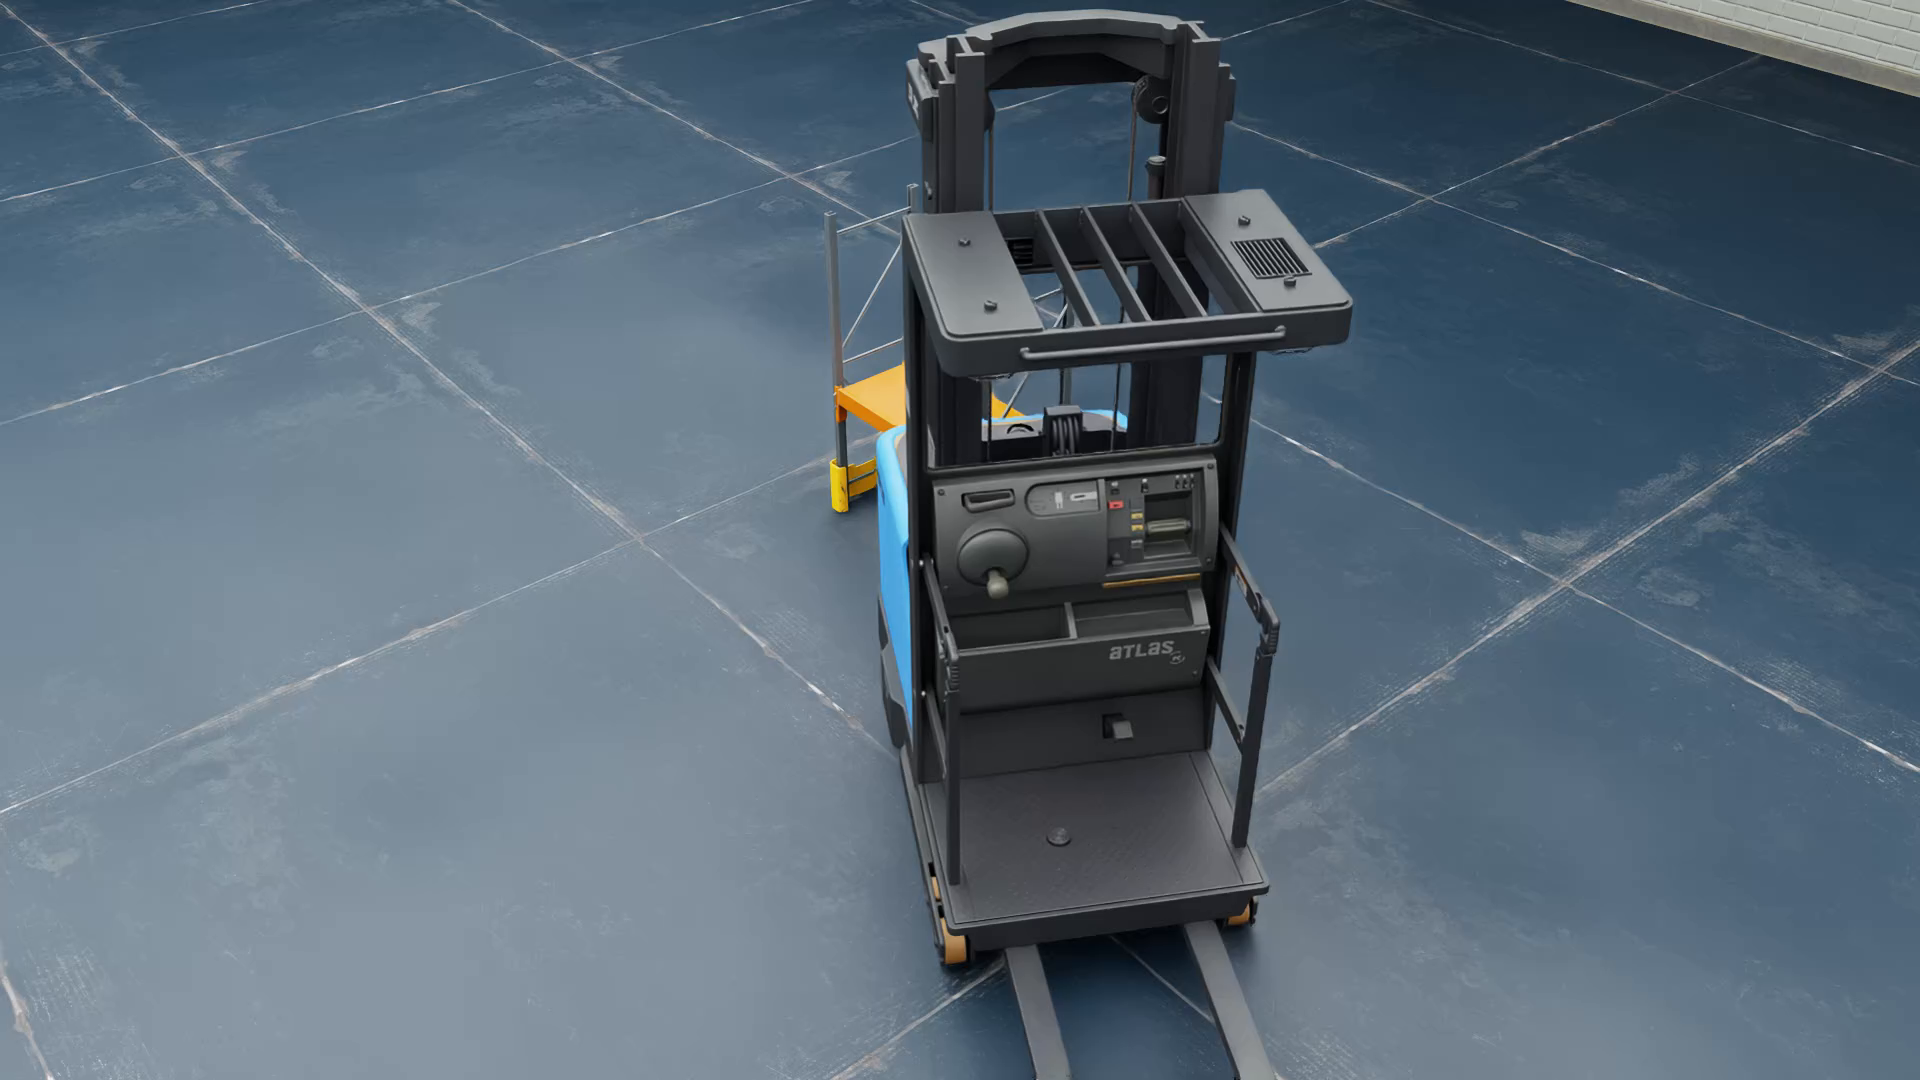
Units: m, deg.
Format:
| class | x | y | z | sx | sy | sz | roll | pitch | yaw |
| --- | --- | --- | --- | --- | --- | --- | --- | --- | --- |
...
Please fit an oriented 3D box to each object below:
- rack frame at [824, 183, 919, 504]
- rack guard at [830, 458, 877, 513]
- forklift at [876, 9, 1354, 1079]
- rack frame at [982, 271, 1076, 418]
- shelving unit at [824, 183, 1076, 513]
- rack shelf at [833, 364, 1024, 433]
| class | x | y | z | sx | sy | sz | roll | pitch | yaw |
| --- | --- | --- | --- | --- | --- | --- | --- | --- | --- |
| rack frame | -0.383 | -0.874 | 7.687 | 0.500 | 1.500 | 0.032 | -26 | 43 | -32 |
| rack guard | -0.371 | -0.356 | 8.036 | 0.587 | 0.250 | 0.087 | -26 | 43 | -32 |
| forklift | 0.417 | 0.026 | 5.177 | 1.130 | 2.935 | 3.031 | -6 | 36 | -8 |
| rack frame | 0.273 | -0.425 | 7.053 | 0.500 | 1.500 | 0.032 | -26 | 43 | -32 |
| shelving unit | -0.049 | -0.646 | 7.364 | 0.587 | 1.500 | 1.083 | -26 | 43 | -32 |
| rack shelf | -0.055 | -0.503 | 7.474 | 0.538 | 0.185 | 1.000 | -26 | 43 | -32 |
